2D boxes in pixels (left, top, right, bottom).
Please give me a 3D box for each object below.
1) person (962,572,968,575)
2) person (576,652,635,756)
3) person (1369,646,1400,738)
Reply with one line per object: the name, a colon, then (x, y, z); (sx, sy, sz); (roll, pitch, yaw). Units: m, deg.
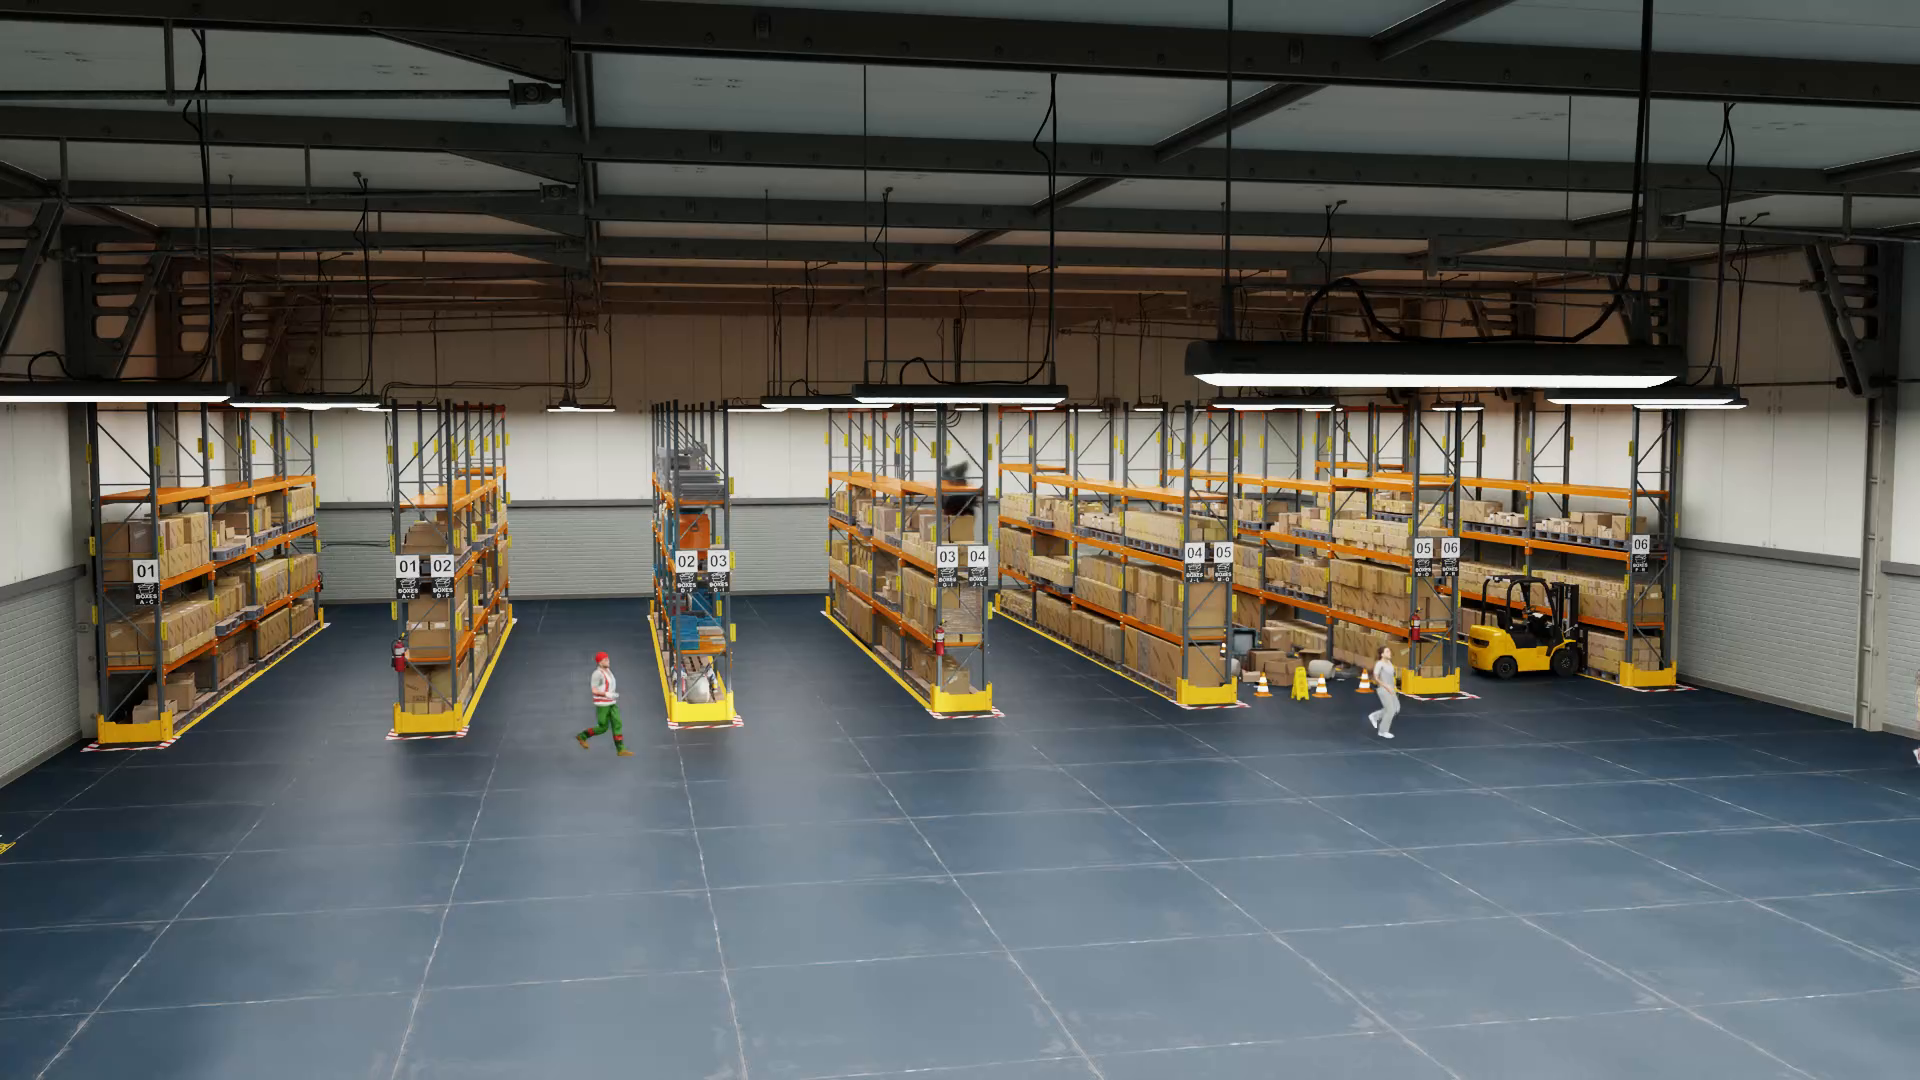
person: (0.098, 1.379, 47.245); (0.630, 1.591, 0.594); (0, 4, -4)
person: (-5.914, 2.740, 27.789); (1.021, 1.755, 0.673); (1, 4, 15)
person: (7.537, 2.686, 29.588); (0.547, 1.636, 0.567); (4, 6, 40)
